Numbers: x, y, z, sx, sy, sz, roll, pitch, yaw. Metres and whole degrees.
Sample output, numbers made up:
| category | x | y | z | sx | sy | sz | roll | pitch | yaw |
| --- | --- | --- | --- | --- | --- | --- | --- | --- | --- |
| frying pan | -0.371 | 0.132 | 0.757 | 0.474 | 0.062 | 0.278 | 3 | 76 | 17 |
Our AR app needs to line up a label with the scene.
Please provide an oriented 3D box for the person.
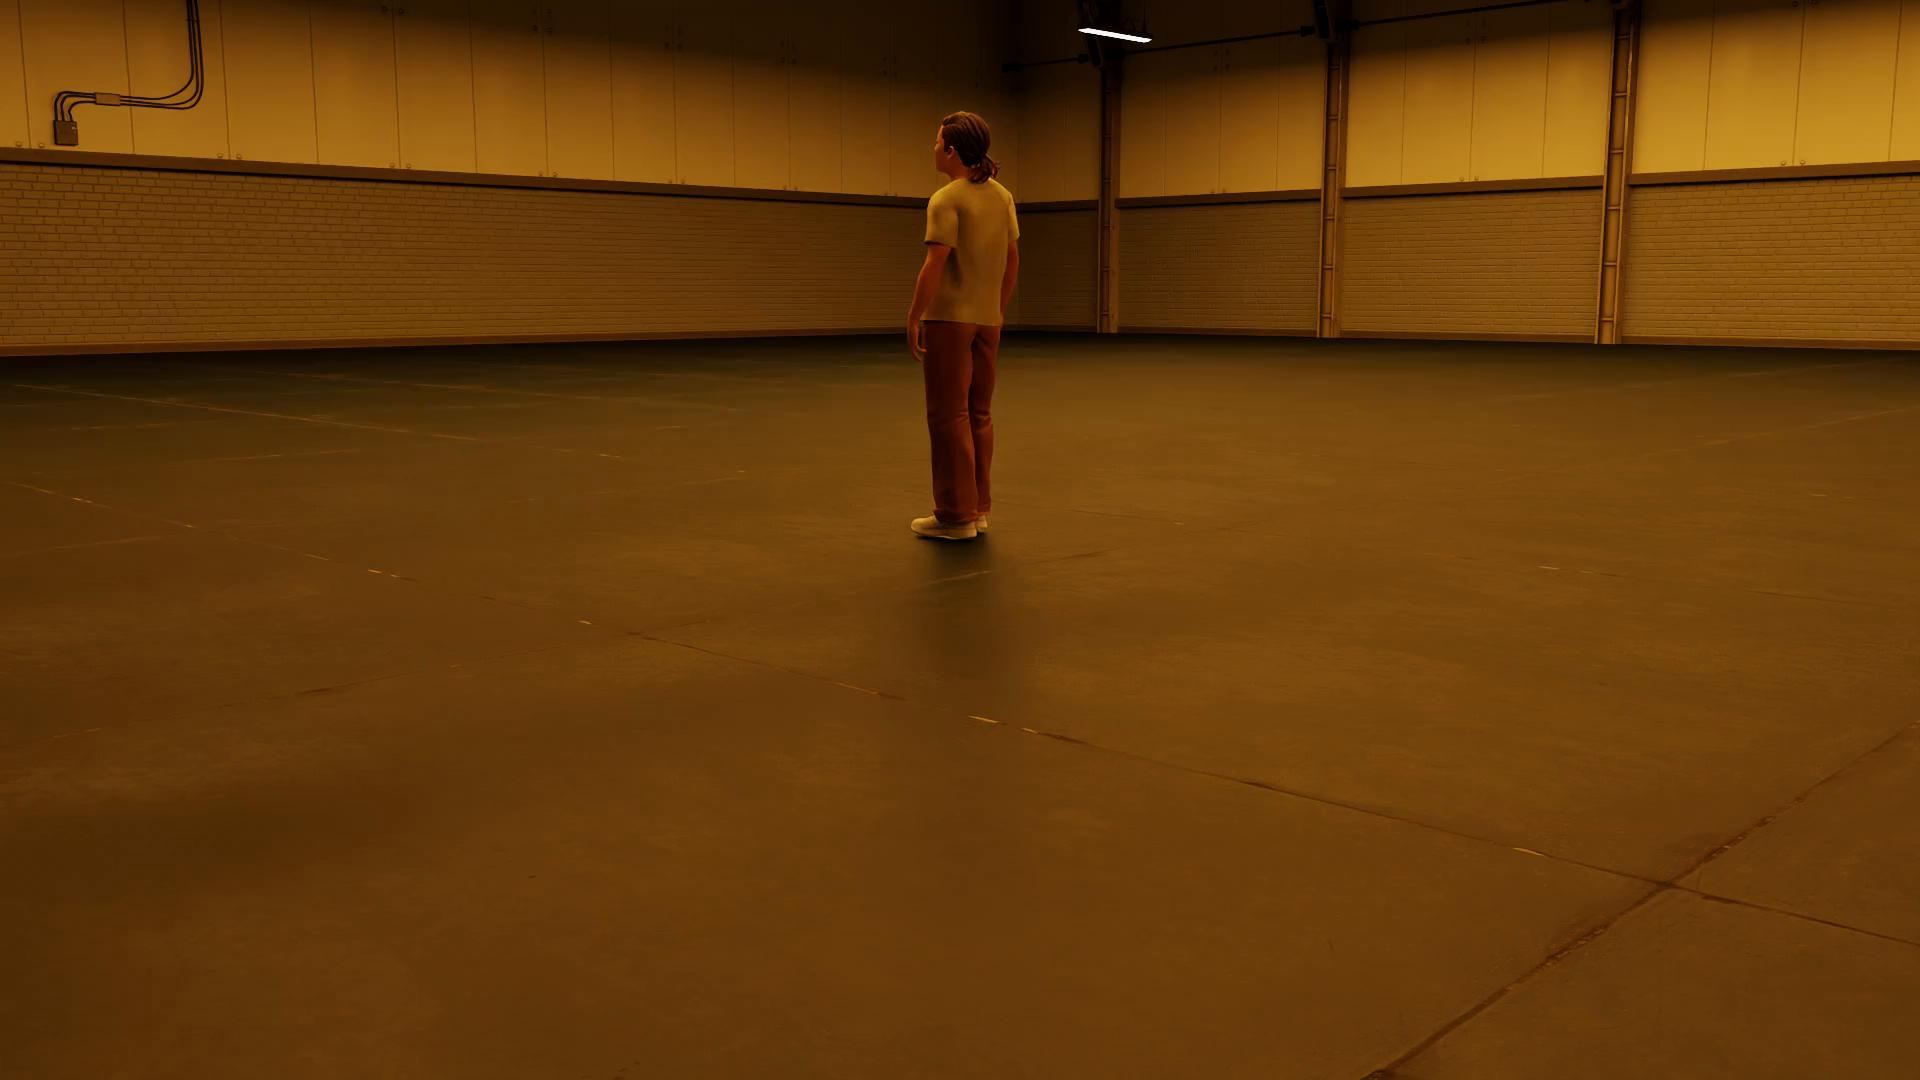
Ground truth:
| category | x | y | z | sx | sy | sz | roll | pitch | yaw |
| --- | --- | --- | --- | --- | --- | --- | --- | --- | --- |
| person | -0.045 | -0.845 | 6.650 | 0.549 | 1.675 | 0.553 | 8 | 12 | 43 |
